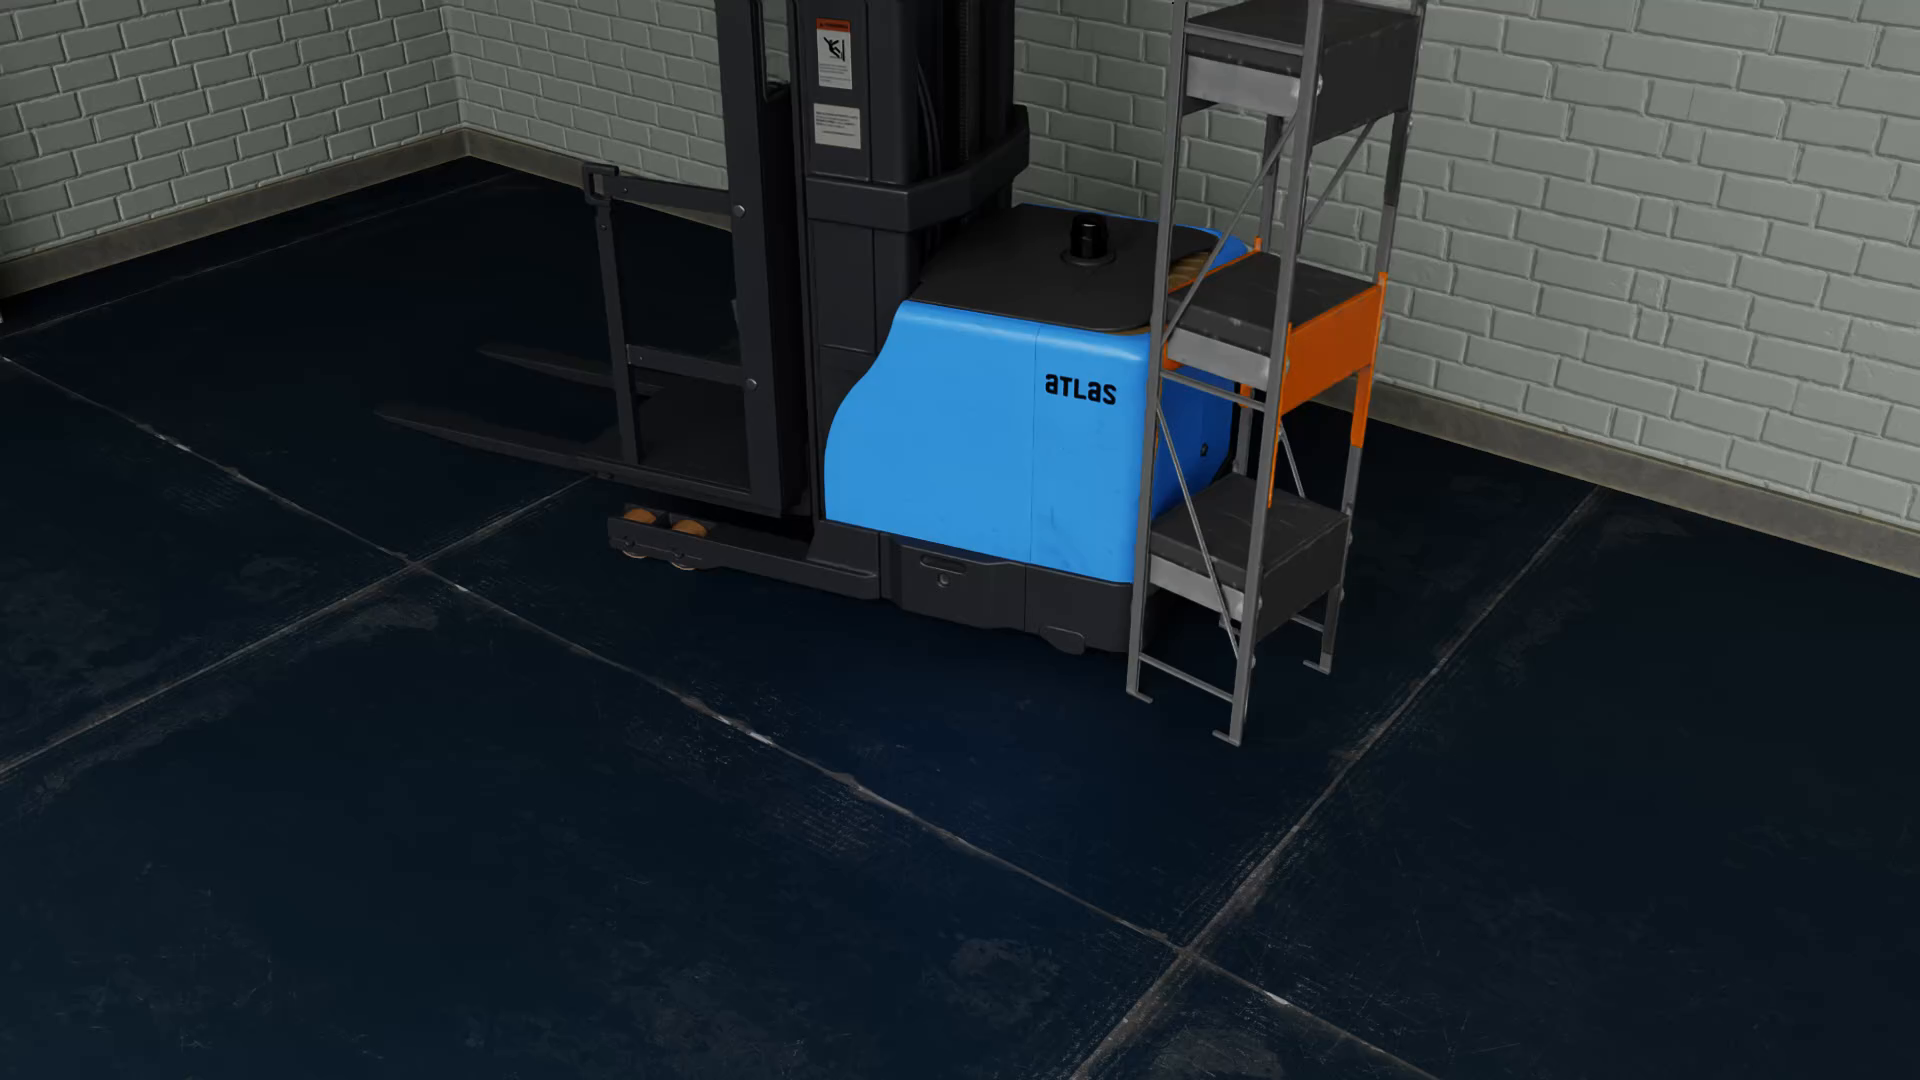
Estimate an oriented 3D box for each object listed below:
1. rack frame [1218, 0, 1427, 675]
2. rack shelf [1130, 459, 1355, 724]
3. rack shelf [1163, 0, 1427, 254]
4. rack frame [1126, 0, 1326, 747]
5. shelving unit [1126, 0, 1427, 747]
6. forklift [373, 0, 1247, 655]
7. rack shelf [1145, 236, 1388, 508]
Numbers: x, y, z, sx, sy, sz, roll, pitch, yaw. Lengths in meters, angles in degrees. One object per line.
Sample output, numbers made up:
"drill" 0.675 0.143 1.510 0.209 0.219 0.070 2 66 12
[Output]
"rack frame" 0.982 -0.568 4.648 0.400 2.100 0.015 25 38 35
"rack shelf" 0.815 0.140 4.849 0.431 0.518 0.480 25 38 35
"rack shelf" 0.824 -1.071 4.146 0.431 0.518 0.480 25 38 35
"rack frame" 0.656 -0.387 4.333 0.400 2.100 0.015 25 38 35
"shelving unit" 0.819 -0.477 4.490 0.431 2.100 0.503 25 38 35
"forklift" -0.638 -1.391 5.222 3.031 2.935 1.130 12 33 20
"rack shelf" 0.819 -0.466 4.497 0.431 0.518 0.480 25 38 35
